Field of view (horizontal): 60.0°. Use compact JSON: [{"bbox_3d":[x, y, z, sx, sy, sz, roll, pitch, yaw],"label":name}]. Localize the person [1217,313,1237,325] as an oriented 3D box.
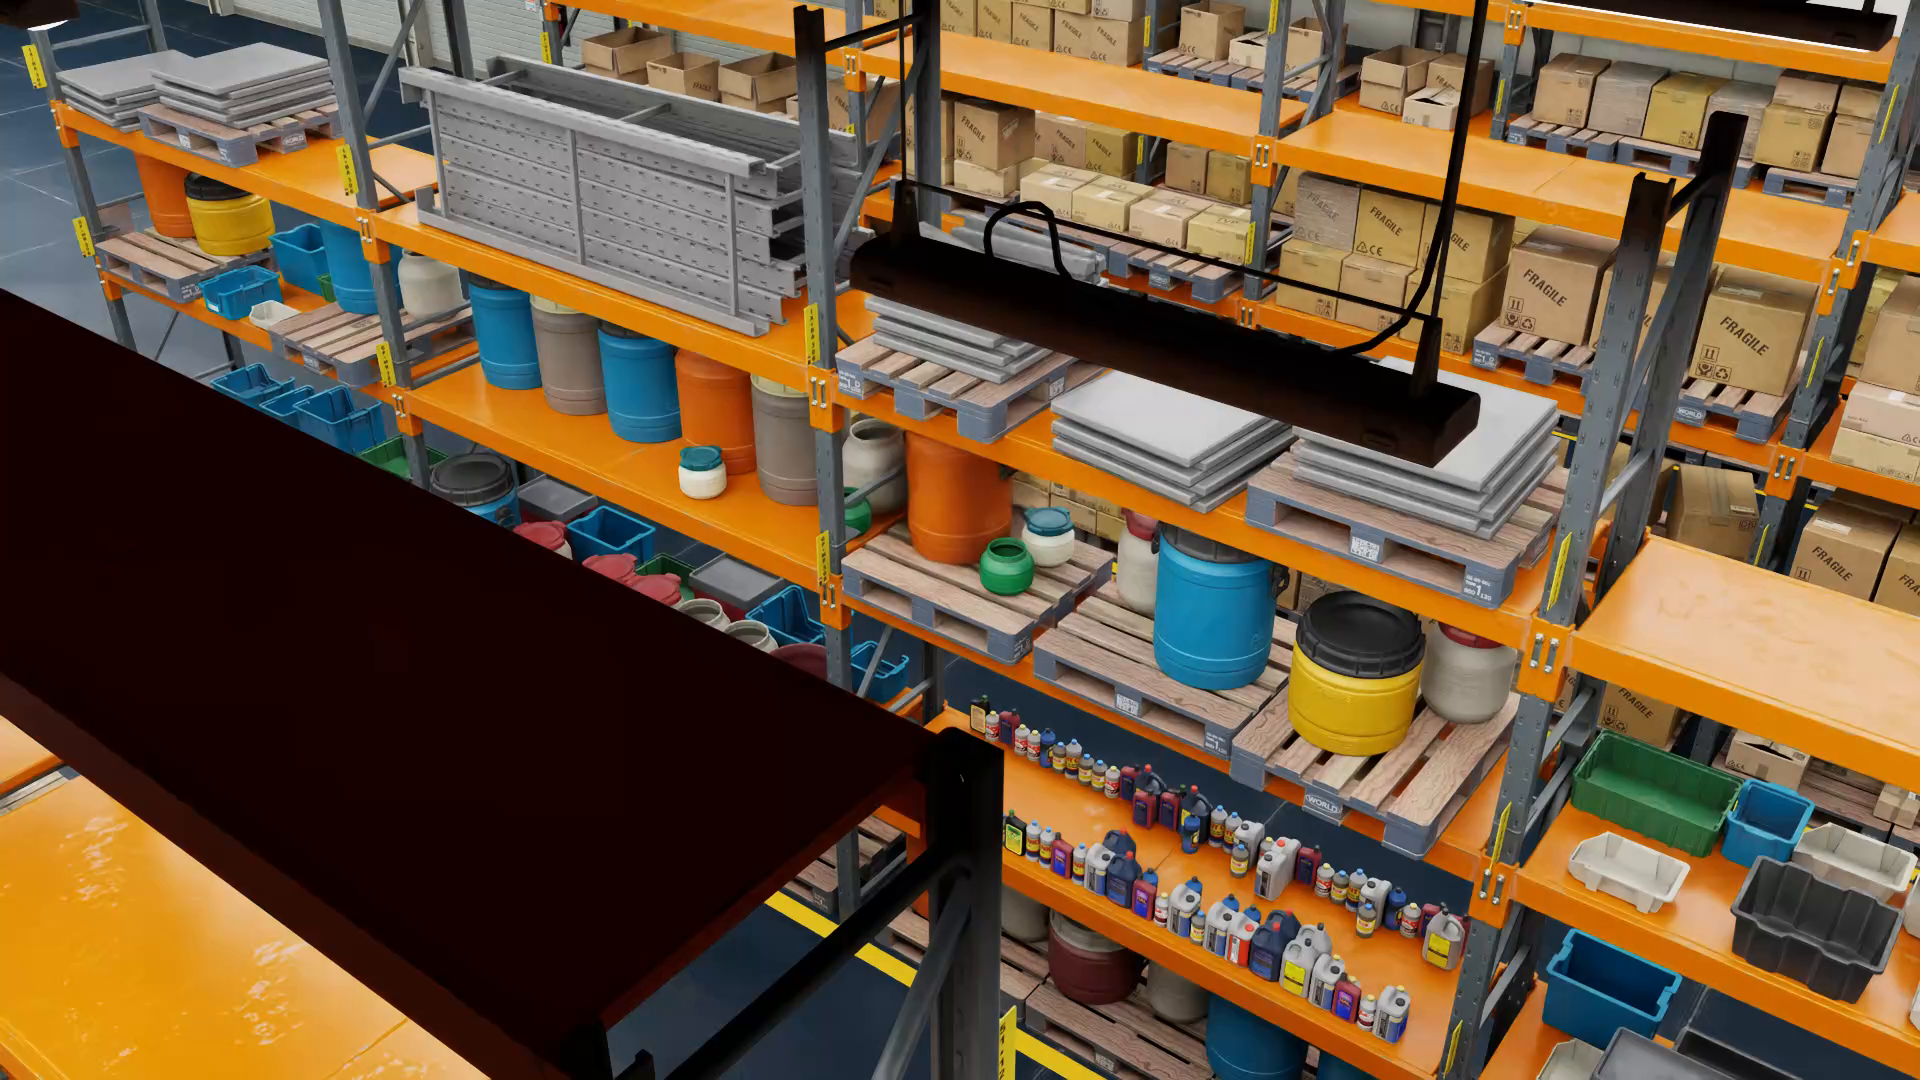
[{"bbox_3d":[2.669,-1.493,16.067,0.619,1.746,0.672,22,37,31],"label":"person"}]
